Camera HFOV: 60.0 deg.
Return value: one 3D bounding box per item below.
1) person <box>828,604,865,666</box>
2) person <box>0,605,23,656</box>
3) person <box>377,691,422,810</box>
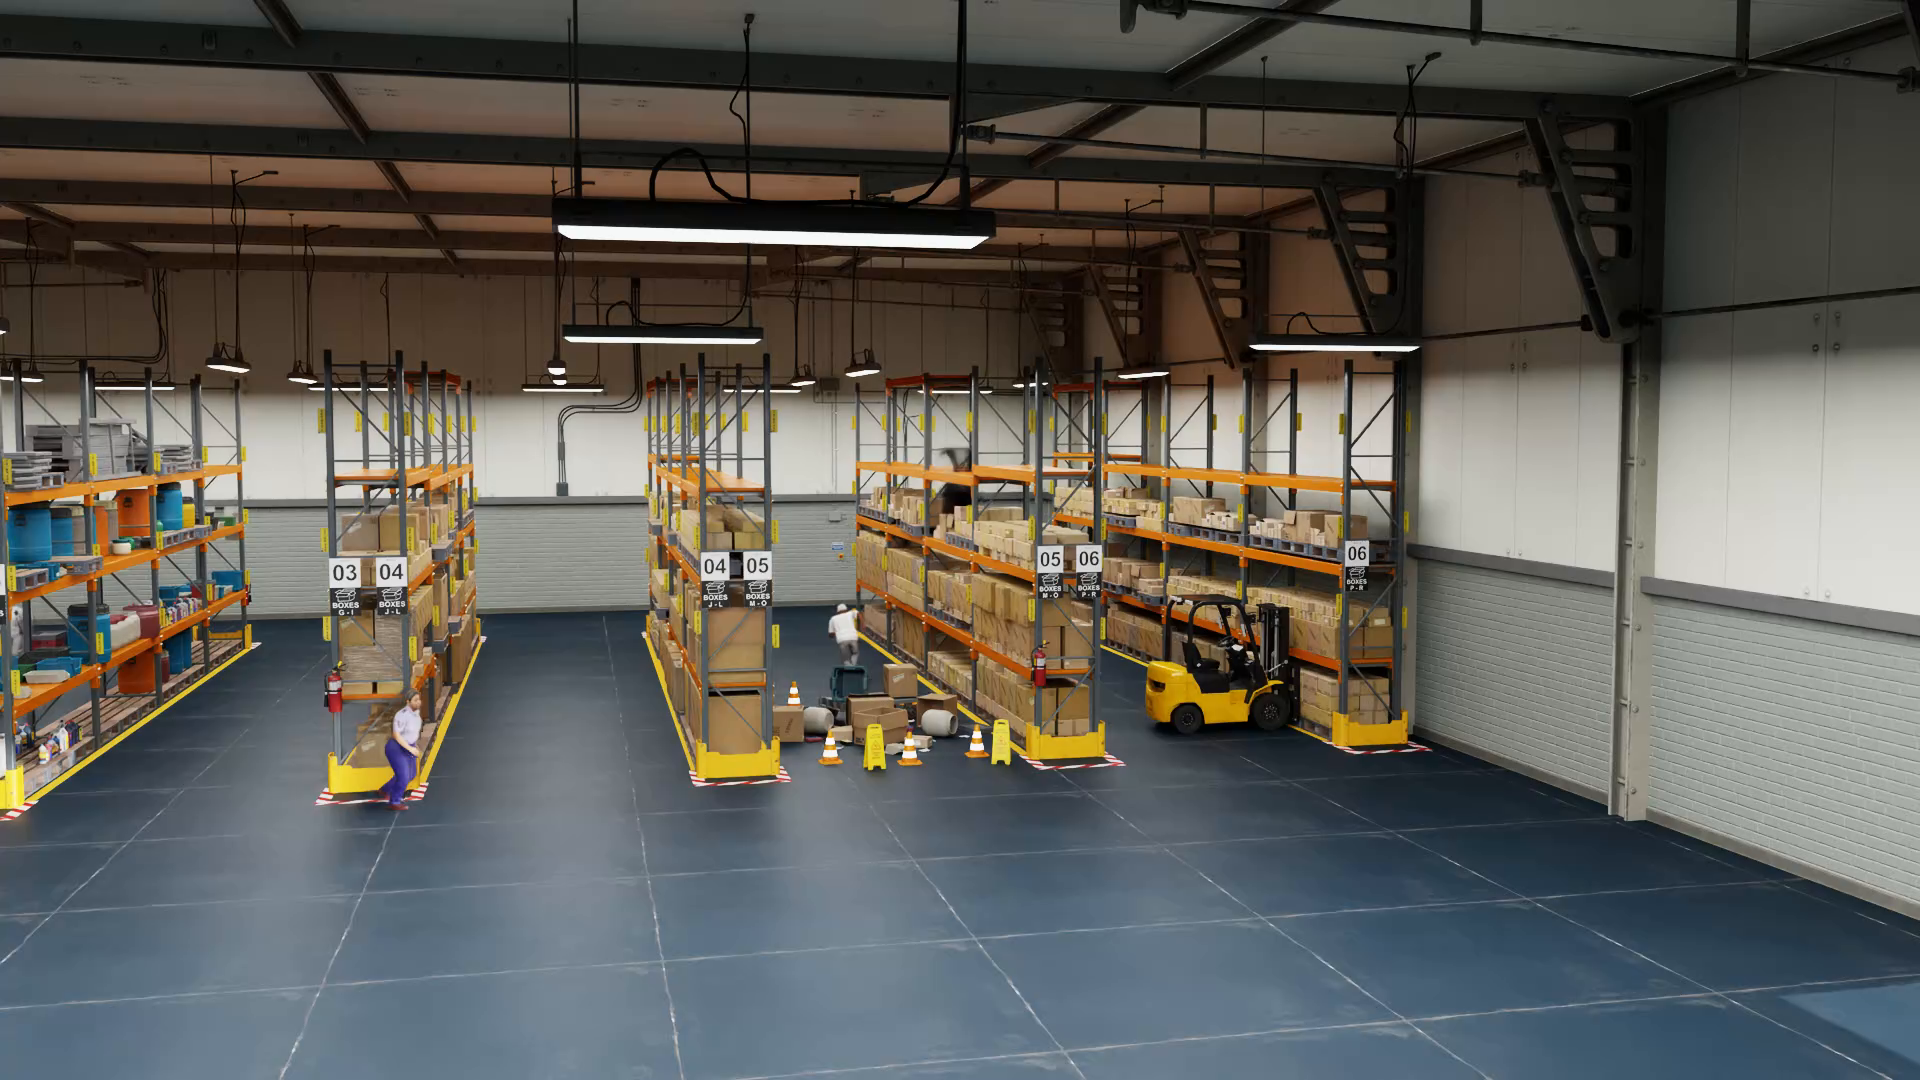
[{"bbox_3d":[-2.216,2.007,32.500,0.682,1.451,1.057,-1,4,-8],"label":"person"},{"bbox_3d":[-18.473,1.899,32.371,0.557,1.740,0.847,-1,4,-15],"label":"person"},{"bbox_3d":[-7.280,2.718,21.571,0.694,1.568,0.597,1,4,8],"label":"person"}]
